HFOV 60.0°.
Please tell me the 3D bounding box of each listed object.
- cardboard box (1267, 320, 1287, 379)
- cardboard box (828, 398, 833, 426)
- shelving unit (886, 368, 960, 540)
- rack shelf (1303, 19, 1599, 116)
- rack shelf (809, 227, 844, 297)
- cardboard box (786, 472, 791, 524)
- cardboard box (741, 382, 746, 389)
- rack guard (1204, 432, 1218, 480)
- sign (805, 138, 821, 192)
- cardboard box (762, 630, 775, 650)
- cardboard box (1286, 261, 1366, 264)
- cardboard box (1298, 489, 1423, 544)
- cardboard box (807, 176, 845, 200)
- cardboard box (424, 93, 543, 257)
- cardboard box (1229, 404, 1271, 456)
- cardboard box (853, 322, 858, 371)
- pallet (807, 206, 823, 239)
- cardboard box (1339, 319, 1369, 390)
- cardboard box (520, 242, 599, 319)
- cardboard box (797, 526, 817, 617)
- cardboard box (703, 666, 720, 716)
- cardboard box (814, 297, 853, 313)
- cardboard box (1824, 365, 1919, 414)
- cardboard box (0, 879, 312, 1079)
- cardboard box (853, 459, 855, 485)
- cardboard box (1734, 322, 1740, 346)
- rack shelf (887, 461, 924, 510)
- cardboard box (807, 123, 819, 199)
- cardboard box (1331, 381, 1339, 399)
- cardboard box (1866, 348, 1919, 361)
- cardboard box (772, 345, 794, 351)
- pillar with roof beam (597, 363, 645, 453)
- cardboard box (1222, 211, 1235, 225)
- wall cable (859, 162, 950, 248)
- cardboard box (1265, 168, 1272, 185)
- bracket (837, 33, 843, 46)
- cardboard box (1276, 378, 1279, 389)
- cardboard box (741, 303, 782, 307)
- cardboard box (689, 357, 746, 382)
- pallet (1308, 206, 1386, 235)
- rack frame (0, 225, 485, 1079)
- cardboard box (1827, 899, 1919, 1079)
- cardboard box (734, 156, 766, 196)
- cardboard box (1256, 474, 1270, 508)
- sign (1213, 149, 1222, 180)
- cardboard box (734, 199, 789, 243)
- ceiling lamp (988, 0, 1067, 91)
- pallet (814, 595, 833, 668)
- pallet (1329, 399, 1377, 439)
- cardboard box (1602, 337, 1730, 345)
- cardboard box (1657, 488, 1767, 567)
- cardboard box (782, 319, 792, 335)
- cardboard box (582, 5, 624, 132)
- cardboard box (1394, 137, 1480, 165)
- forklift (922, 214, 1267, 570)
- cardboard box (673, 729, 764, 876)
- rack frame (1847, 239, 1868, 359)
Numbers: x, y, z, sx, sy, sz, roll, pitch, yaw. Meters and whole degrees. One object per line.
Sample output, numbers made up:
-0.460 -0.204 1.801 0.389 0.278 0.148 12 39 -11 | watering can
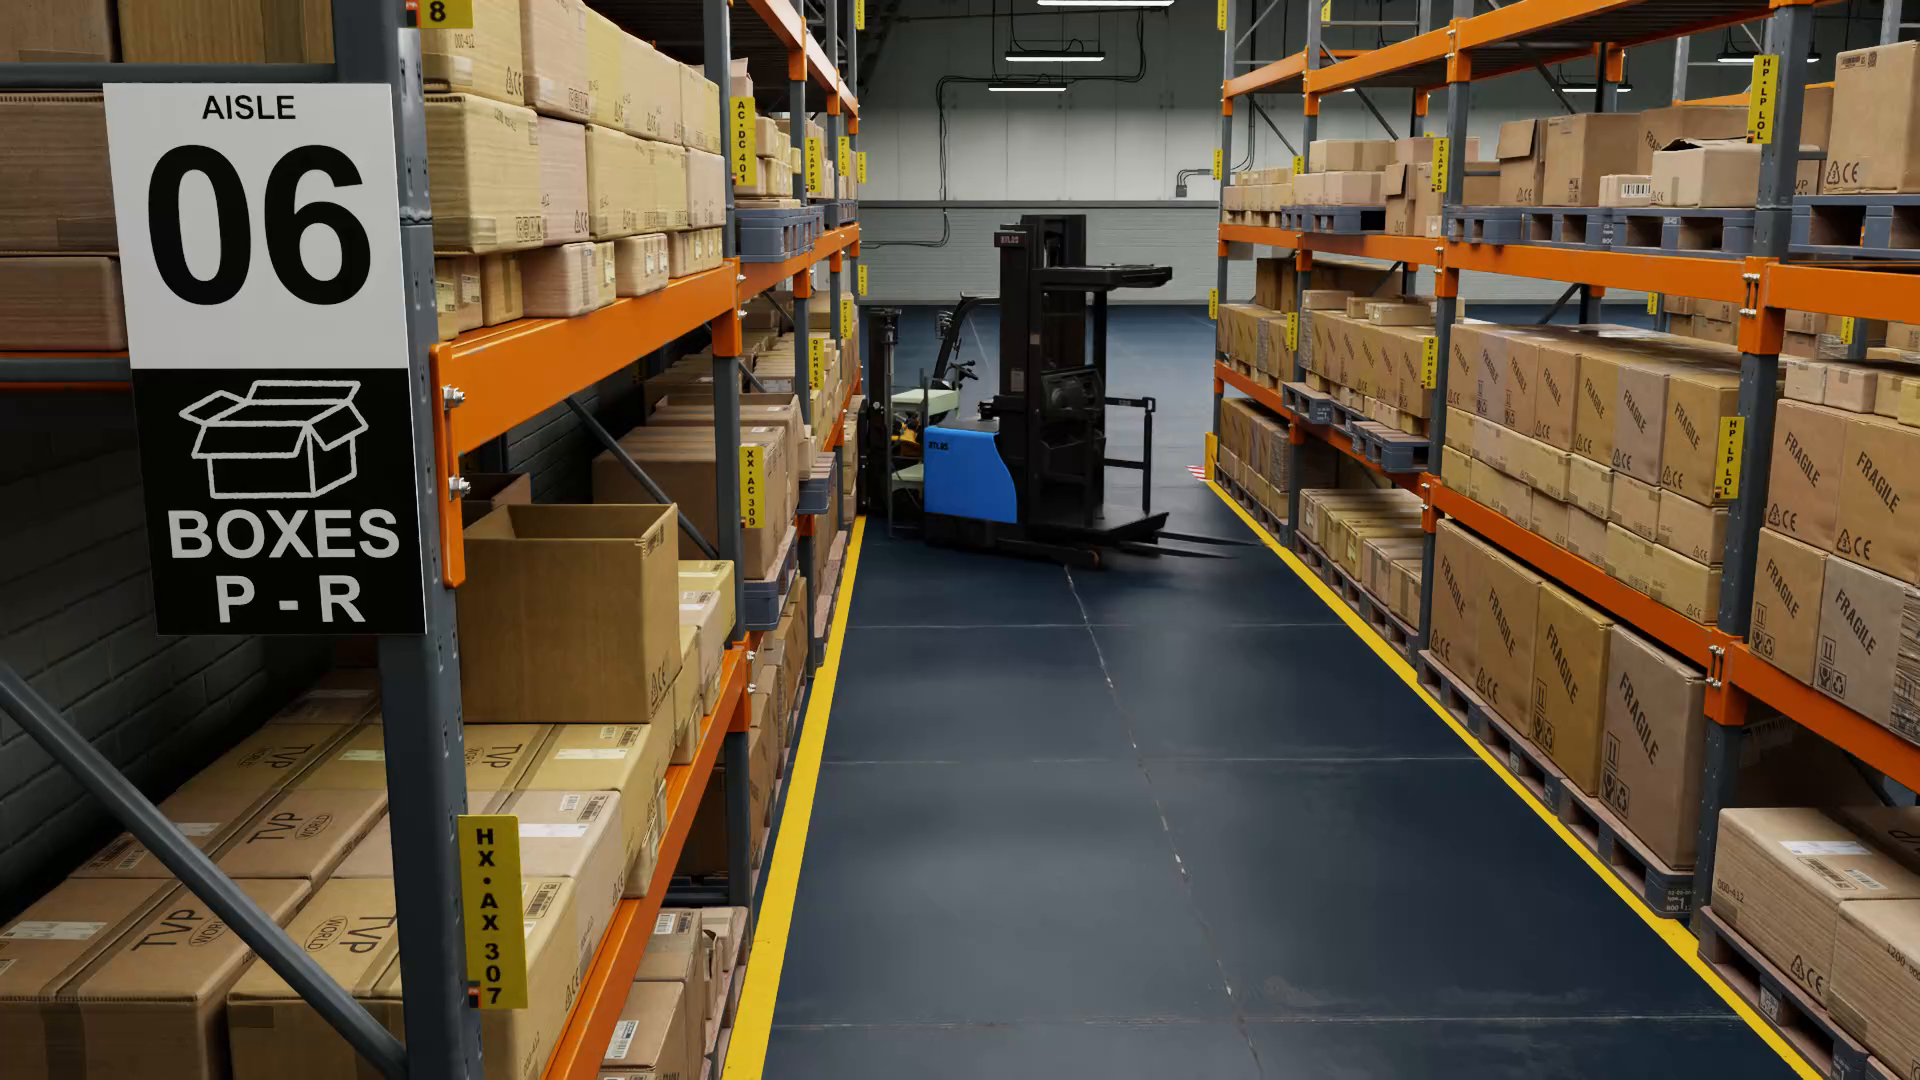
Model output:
3.157 -1.775 15.457 0.500 0.500 0.500 0 11 1 | cardboard box
-1.263 -0.999 13.005 0.500 0.250 0.500 0 11 -1 | cardboard box
-0.337 -0.816 15.499 0.431 1.500 0.755 5 12 22 | shelving unit
3.474 -3.385 12.117 1.077 0.370 4.000 0 11 -1 | rack shelf
-1.489 -2.090 12.272 1.077 0.370 4.000 0 11 -1 | rack shelf
-1.010 -0.197 7.960 0.396 0.266 0.258 0 11 2 | cardboard box
-1.747 -0.936 11.439 0.500 0.250 0.500 0 11 -1 | cardboard box
3.351 -0.946 18.656 1.175 0.500 0.348 0 11 -1 | rack guard
-0.905 -2.300 10.198 0.100 0.325 0.005 0 11 -1 | sign
-1.185 0.487 8.902 0.380 0.149 0.250 -1 11 -4 | cardboard box
3.695 -2.569 16.853 0.700 0.500 0.500 0 11 -2 | cardboard box
3.445 -0.205 14.268 0.950 0.372 0.625 0 11 0 | cardboard box
-1.304 -3.217 14.937 0.500 0.311 0.500 0 11 0 | cardboard box
-1.018 -0.616 2.828 0.500 0.250 0.500 0 11 -2 | cardboard box
3.106 -1.142 17.307 0.500 0.500 0.500 -1 11 -3 | cardboard box
-1.339 -2.014 17.382 0.500 0.500 0.500 0 11 1 | cardboard box
-1.551 -2.087 10.922 1.213 0.211 1.003 0 11 1 | pallet
3.184 -1.397 12.537 0.500 0.500 0.500 -1 11 -3 | cardboard box
-0.979 -0.549 3.498 0.380 0.149 0.250 0 11 0 | cardboard box
-1.447 0.259 11.345 0.875 0.625 0.625 0 11 1 | cardboard box
-1.049 0.509 5.828 0.380 0.149 0.250 0 11 0 | cardboard box
-1.268 -2.354 16.678 0.380 0.149 0.250 0 11 0 | cardboard box
3.366 -0.543 5.984 0.380 0.149 0.250 0 11 0 | cardboard box
-1.557 0.853 3.131 0.500 0.250 0.500 0 11 1 | cardboard box
-1.244 -0.671 15.614 0.500 0.250 0.500 0 11 -1 | cardboard box
8.321 -1.900 16.695 0.875 0.550 0.500 0 11 -1 | cardboard box
-0.337 -0.496 15.564 0.431 0.370 0.720 5 12 22 | rack shelf
-1.329 -2.594 11.386 0.700 0.500 0.500 0 11 -2 | cardboard box
3.170 -1.206 13.224 0.380 0.149 0.250 0 11 0 | cardboard box
8.121 -1.375 14.231 0.500 0.500 0.500 0 11 -1 | cardboard box
-1.245 -1.416 12.802 0.380 0.149 0.250 0 11 -1 | cardboard box
1.928 -3.788 11.289 9.100 9.000 0.400 0 11 -1 | pillar with roof beam
3.032 -3.466 17.877 0.380 0.149 0.250 0 11 -1 | cardboard box
-1.858 -9.996 49.697 3.097 2.526 0.112 0 11 -1 | wall cable
3.113 -3.448 15.786 0.380 0.149 0.250 0 11 0 | cardboard box
-2.508 -10.224 33.960 0.235 0.232 0.430 0 11 -1 | bracket
3.190 -1.482 15.641 0.380 0.149 0.250 0 11 -2 | cardboard box
-1.875 -2.149 15.665 0.380 0.149 0.250 0 11 -2 | cardboard box
-1.721 -1.210 11.785 0.380 0.149 0.250 0 11 -1 | cardboard box
3.363 -2.440 12.659 1.213 0.211 1.003 0 11 -1 | pallet
-1.282 1.016 2.700 1.000 3.000 0.127 0 11 -1 | rack frame
3.522 1.552 5.442 0.875 0.438 0.875 -1 11 -3 | cardboard box
-0.974 -1.442 6.595 0.380 0.149 0.250 0 11 0 | cardboard box
3.130 -0.472 15.889 0.500 0.250 0.500 -1 11 -3 | cardboard box
2.807 -4.082 18.085 0.100 0.325 0.005 0 11 -1 | sign
-1.173 -1.671 8.775 0.500 0.250 0.500 0 11 -1 | cardboard box
1.709 -13.039 42.205 2.000 3.185 0.800 0 11 -1 | ceiling lamp
-1.426 0.628 11.623 1.003 0.211 1.213 0 11 -1 | pallet
3.433 -0.895 12.601 1.003 0.211 1.213 0 11 -1 | pallet
3.809 -0.833 9.043 0.500 0.500 0.500 0 11 -1 | cardboard box
3.345 -0.059 7.116 0.500 0.250 0.500 0 11 -1 | cardboard box
-1.787 -2.003 15.696 0.380 0.149 0.250 0 11 1 | cardboard box
-1.056 -1.062 3.768 0.500 0.250 0.500 0 11 -2 | cardboard box
3.615 -2.921 12.623 0.500 0.250 0.500 0 11 0 | cardboard box
1.151 -1.304 14.307 3.031 2.935 1.130 8 14 35 | forklift
-1.150 1.143 7.305 0.500 0.500 0.500 0 11 1 | cardboard box
8.379 -1.431 14.761 1.000 3.000 0.127 0 11 -1 | rack frame
